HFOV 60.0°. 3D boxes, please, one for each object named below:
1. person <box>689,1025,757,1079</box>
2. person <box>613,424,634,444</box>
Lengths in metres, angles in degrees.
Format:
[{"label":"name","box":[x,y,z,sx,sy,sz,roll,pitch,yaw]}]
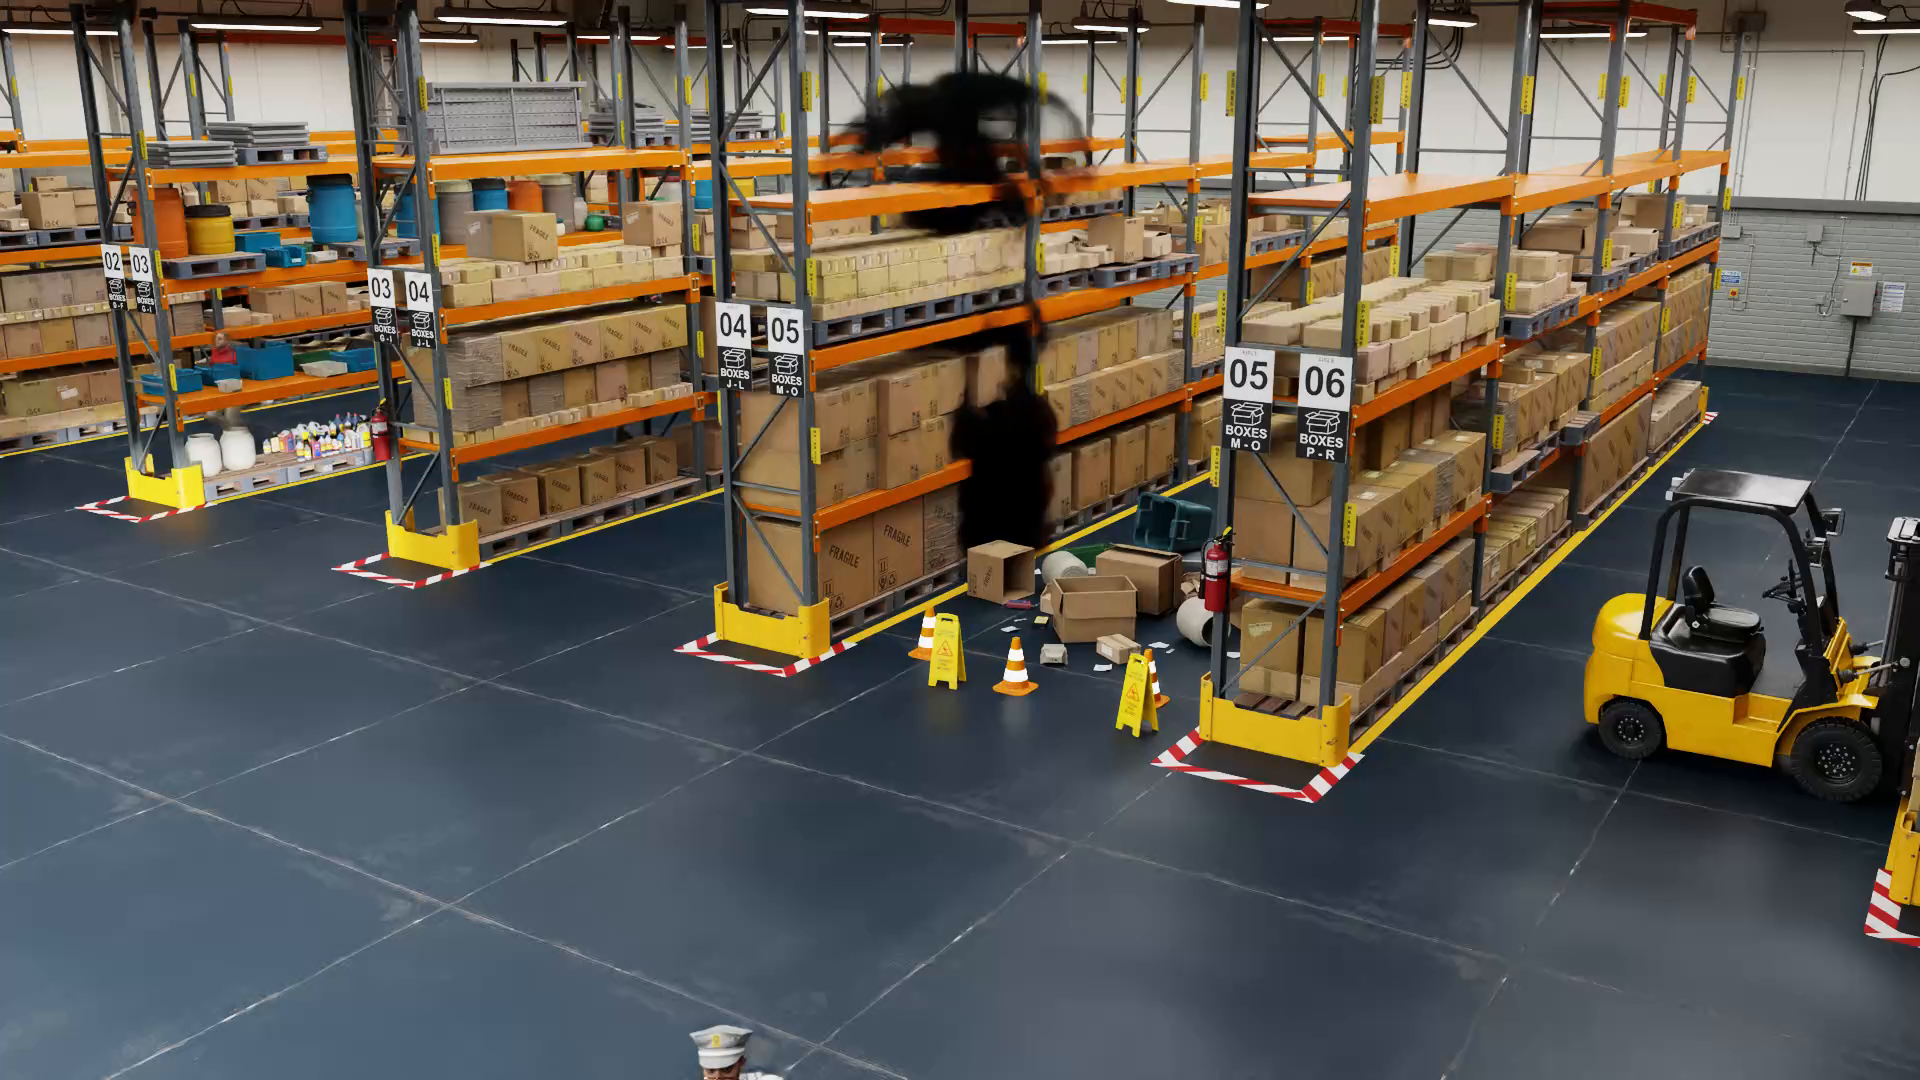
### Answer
[{"label":"person","box":[-0.886,2.591,6.505,0.589,1.576,0.851,-1,16,-5]},{"label":"person","box":[-4.635,-1.723,22.620,0.542,1.451,0.847,8,17,25]}]
